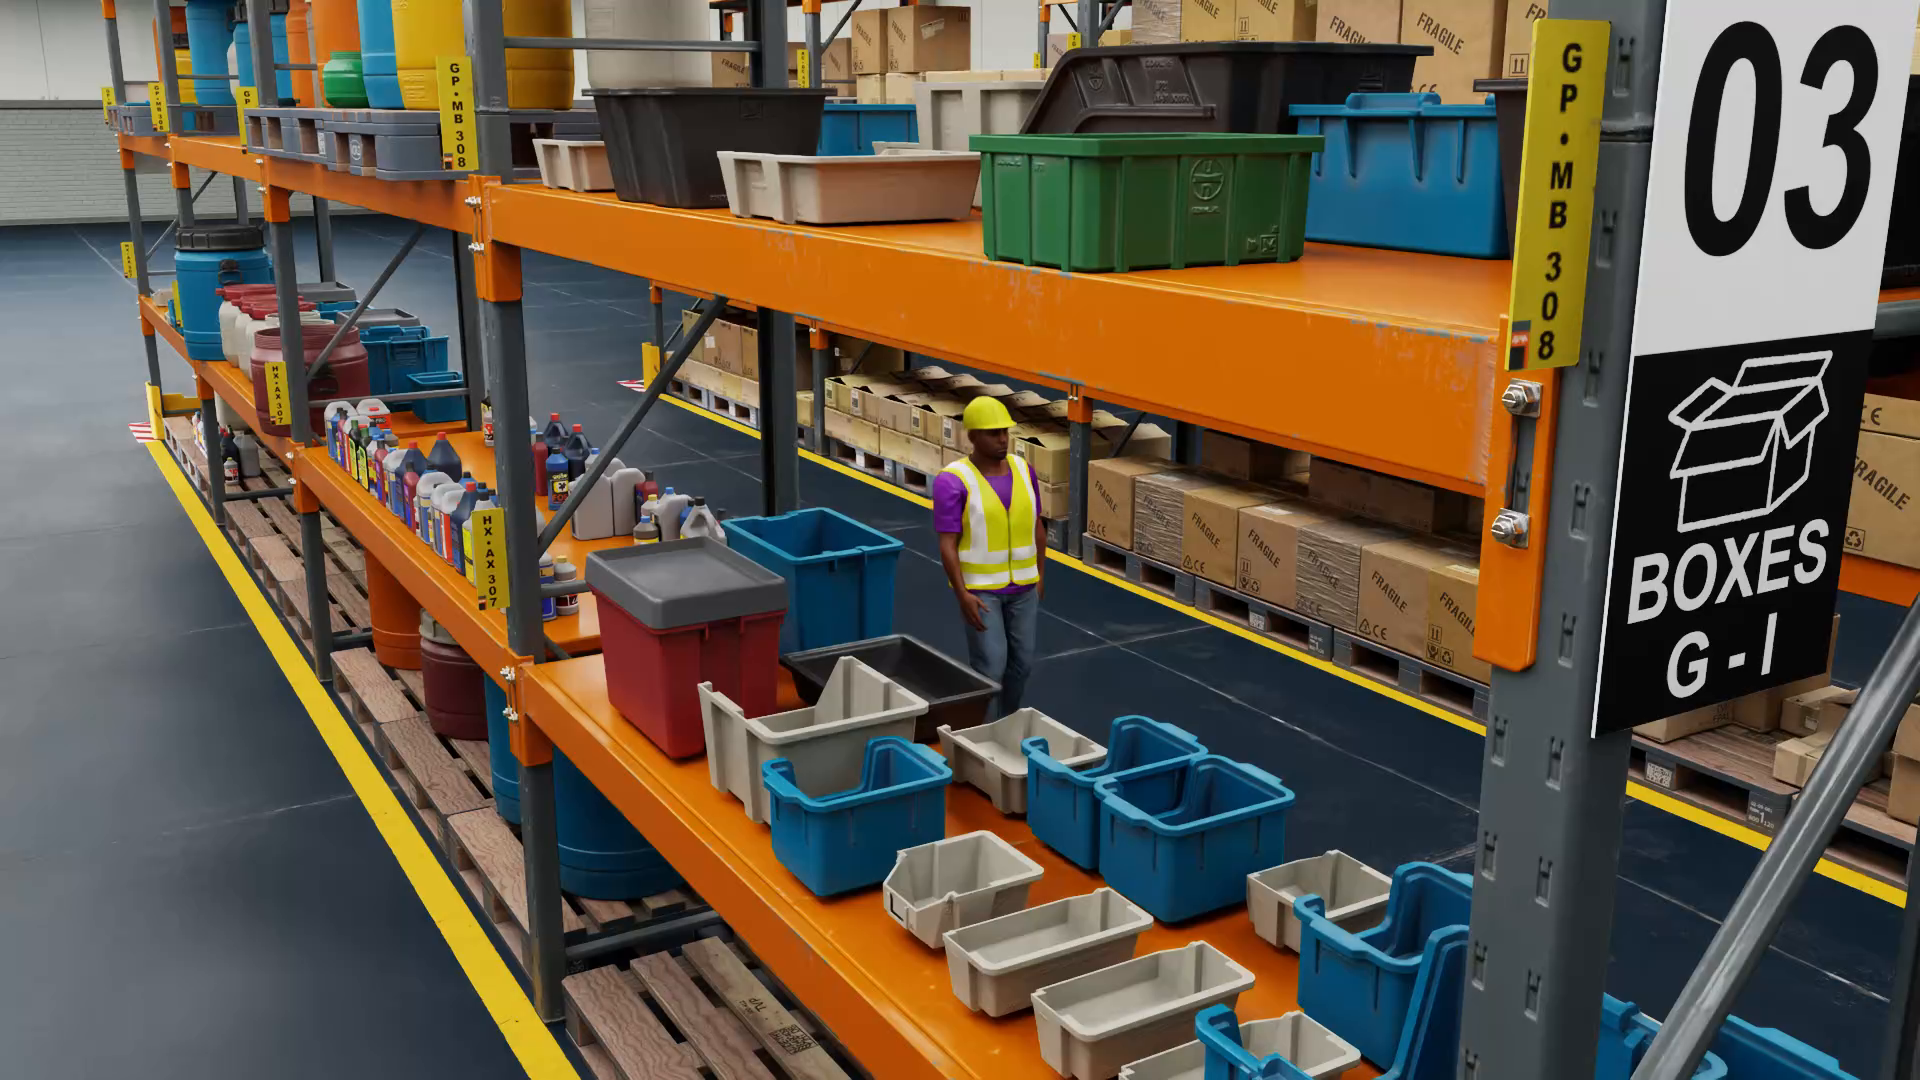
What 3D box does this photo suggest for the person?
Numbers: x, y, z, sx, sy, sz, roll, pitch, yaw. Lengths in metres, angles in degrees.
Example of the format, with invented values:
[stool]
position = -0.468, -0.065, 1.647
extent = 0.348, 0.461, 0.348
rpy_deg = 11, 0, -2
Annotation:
[person]
position = 0.184, 0.265, 7.655
extent = 0.585, 1.845, 0.515
rpy_deg = -8, 17, -29
